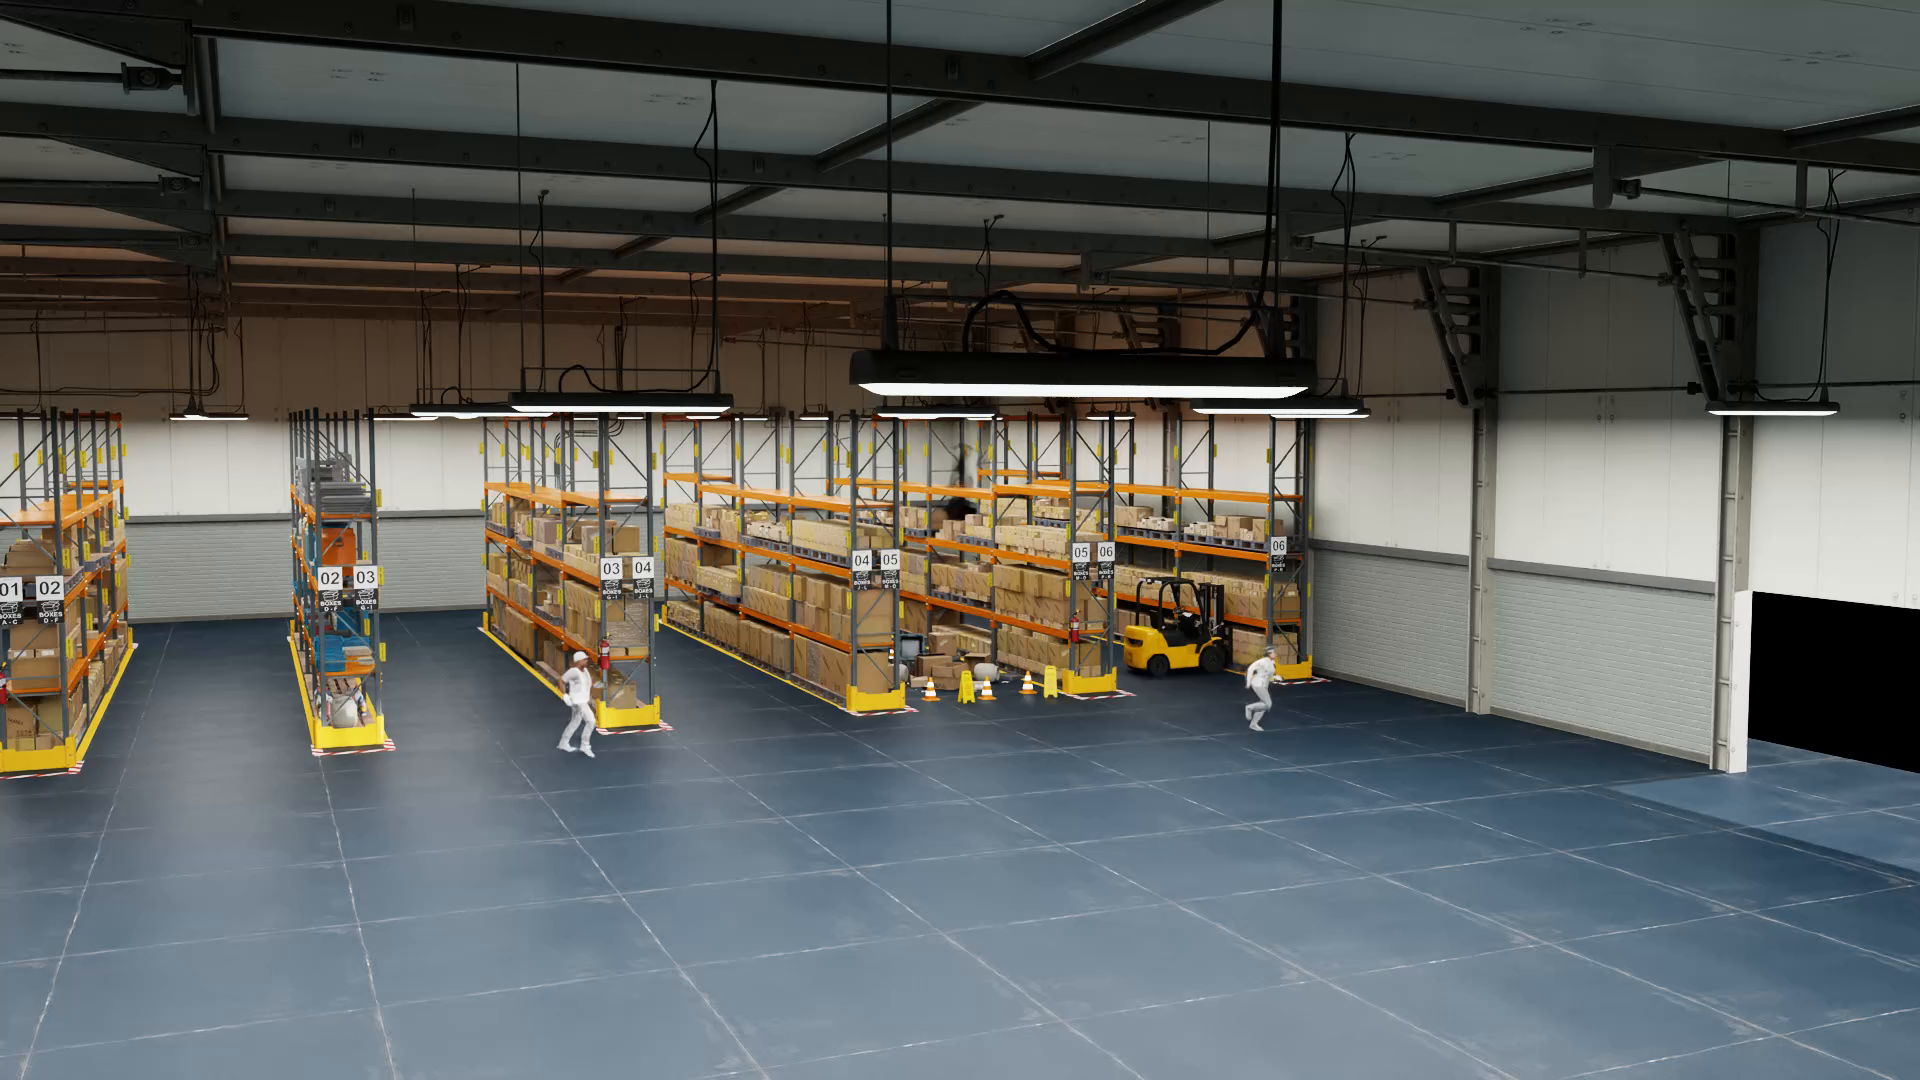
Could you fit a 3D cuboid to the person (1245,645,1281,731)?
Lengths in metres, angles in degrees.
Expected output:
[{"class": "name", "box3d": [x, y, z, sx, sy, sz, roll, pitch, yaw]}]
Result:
[{"class": "person", "box3d": [5.670, 2.756, 31.050, 0.670, 1.616, 0.605, 2, 5, 30]}]

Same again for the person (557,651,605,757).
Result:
[{"class": "person", "box3d": [-6.545, 2.829, 28.643, 0.845, 1.829, 0.677, 0, 4, 2]}]

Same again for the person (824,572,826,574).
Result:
[{"class": "person", "box3d": [-4.020, 1.292, 51.271, 0.557, 1.701, 0.747, 0, 4, 0]}]
